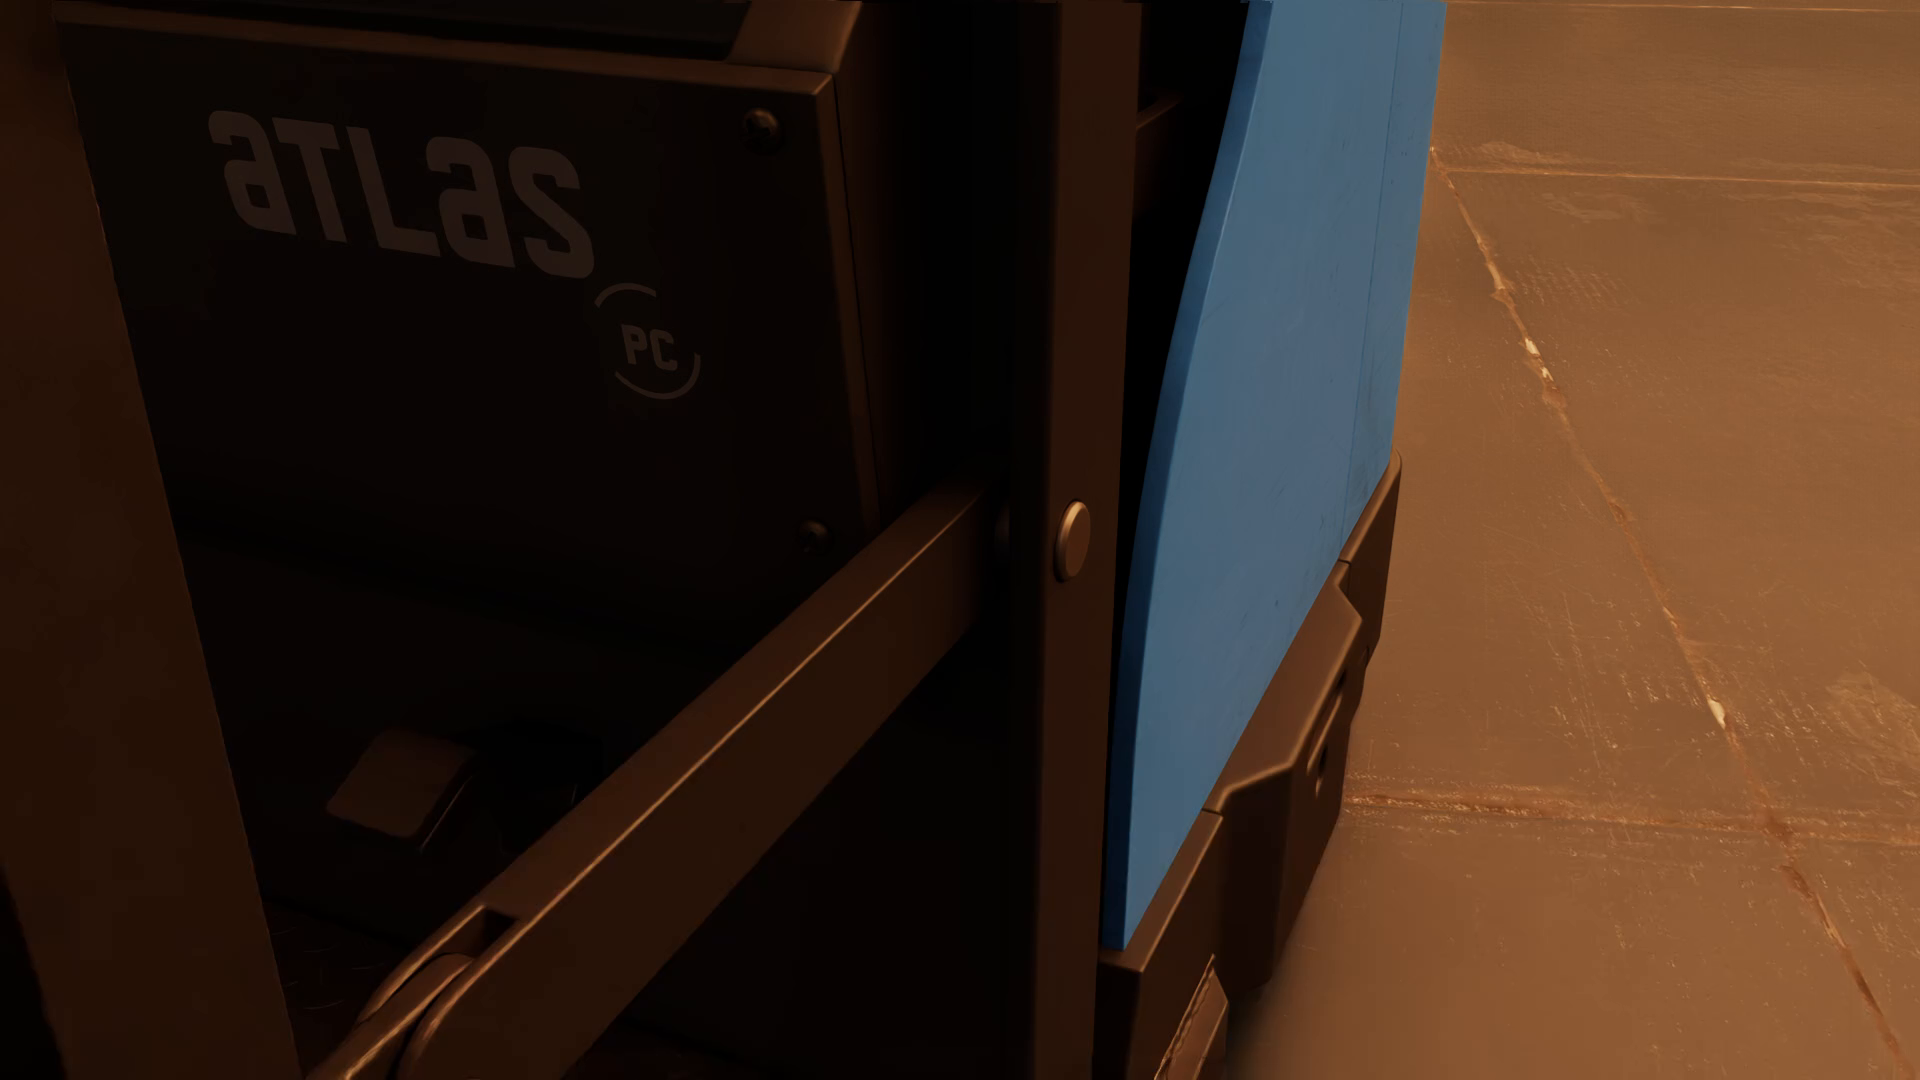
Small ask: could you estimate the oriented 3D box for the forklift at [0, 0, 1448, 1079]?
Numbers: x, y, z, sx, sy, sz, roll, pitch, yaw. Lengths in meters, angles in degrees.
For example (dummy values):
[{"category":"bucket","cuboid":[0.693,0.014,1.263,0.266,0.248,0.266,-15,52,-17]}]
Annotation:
[{"category":"forklift","cuboid":[-0.535,-0.644,0.507,1.130,2.935,3.031,11,29,22]}]
